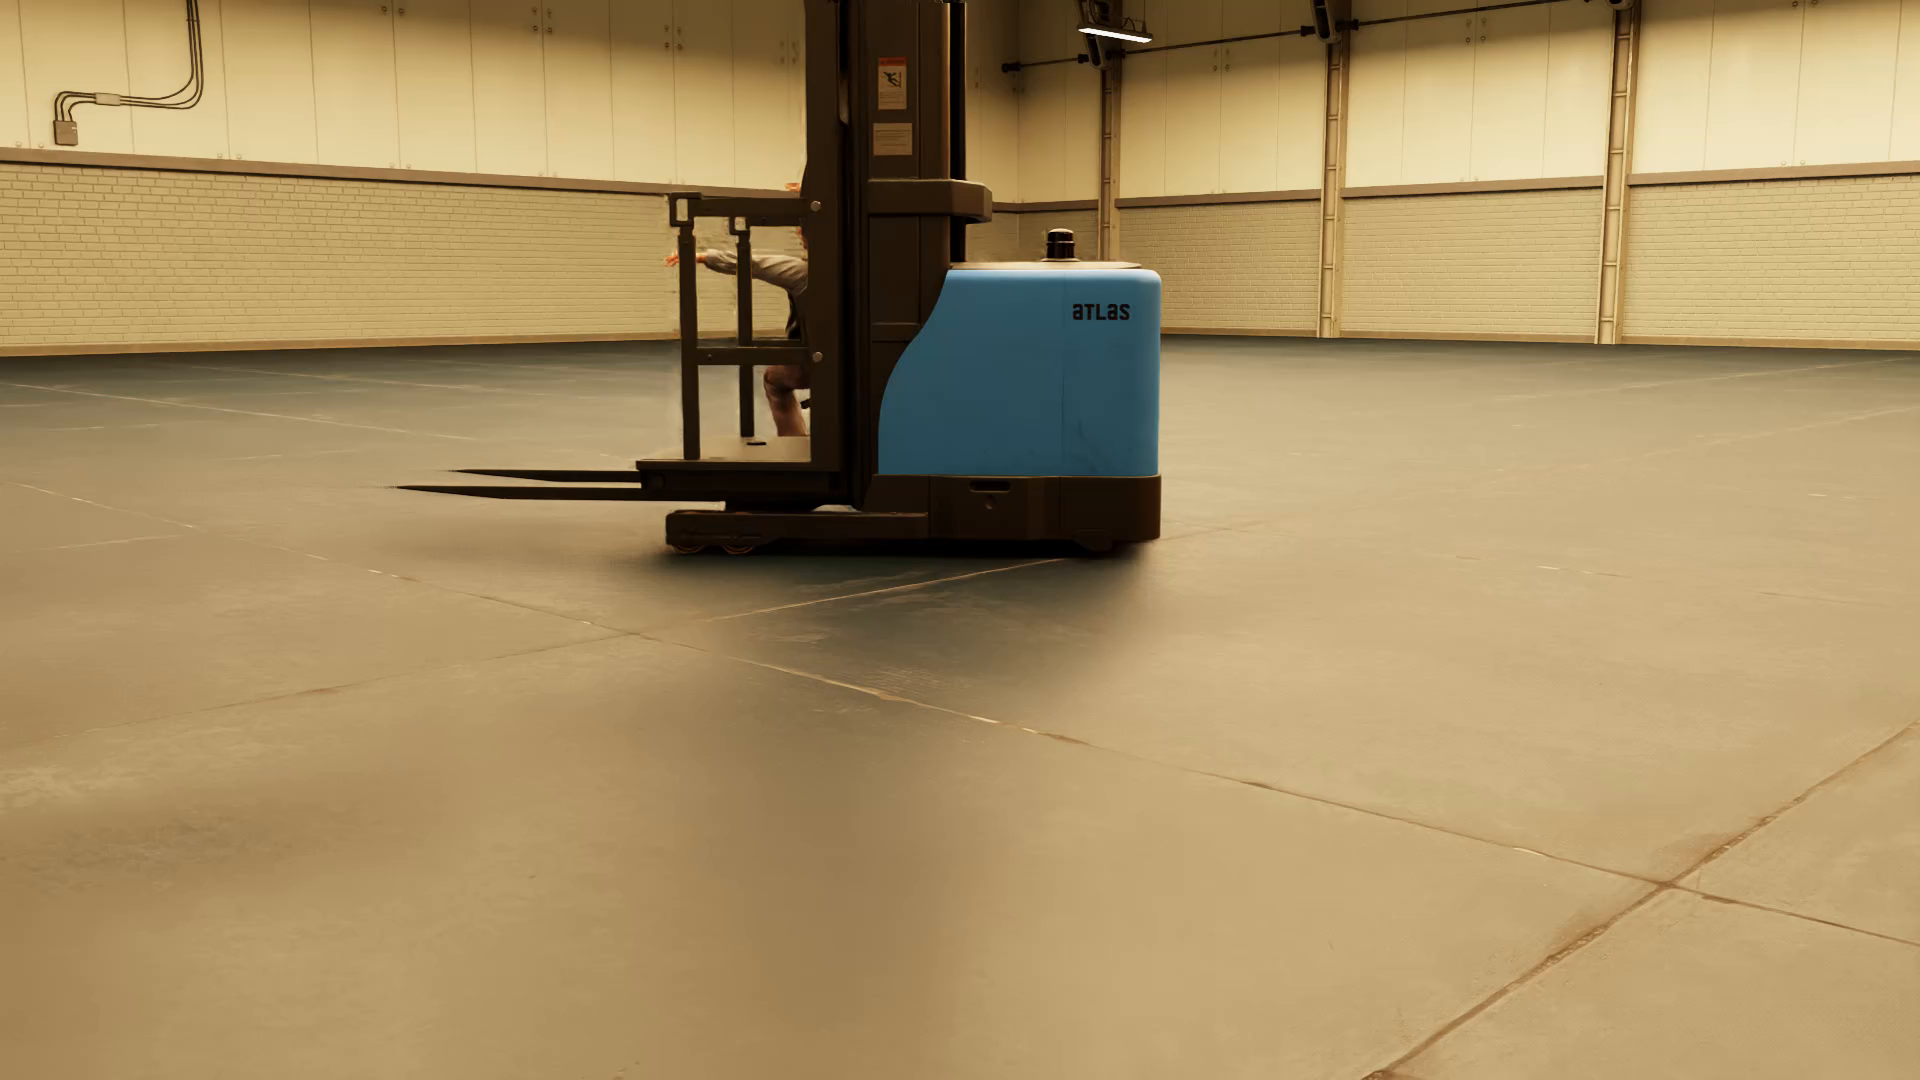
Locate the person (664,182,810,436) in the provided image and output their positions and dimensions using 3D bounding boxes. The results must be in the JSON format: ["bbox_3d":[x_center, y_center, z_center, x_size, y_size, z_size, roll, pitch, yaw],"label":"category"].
[{"bbox_3d":[-0.956,-0.982,8.234,1.064,1.540,0.872,-3,9,-17],"label":"person"}]

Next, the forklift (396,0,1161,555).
[{"bbox_3d":[-0.714,-1.471,6.640,3.031,2.935,1.130,1,9,5],"label":"forklift"}]
